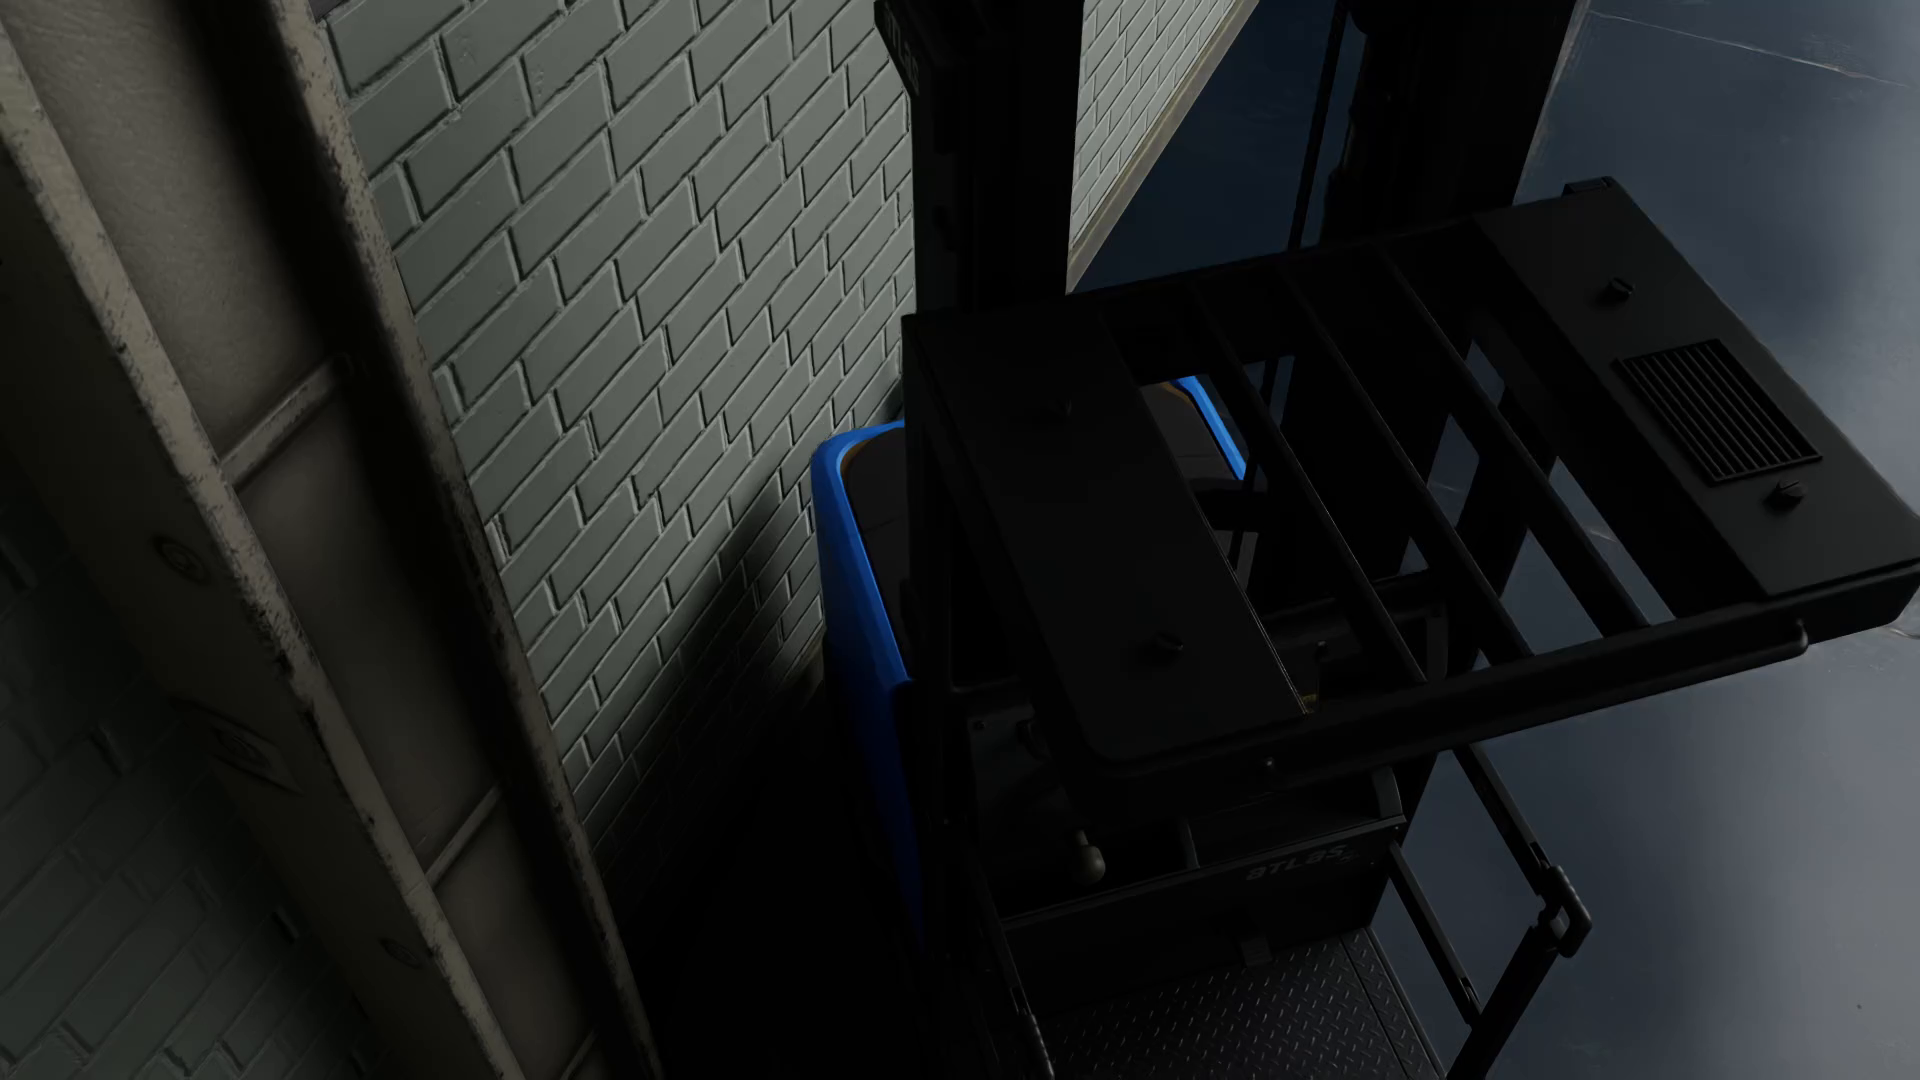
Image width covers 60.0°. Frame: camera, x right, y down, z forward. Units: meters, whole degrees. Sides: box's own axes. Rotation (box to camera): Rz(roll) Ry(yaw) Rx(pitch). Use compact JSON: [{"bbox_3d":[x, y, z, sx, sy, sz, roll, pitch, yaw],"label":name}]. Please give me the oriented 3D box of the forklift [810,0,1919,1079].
[{"bbox_3d":[0.527,0.470,2.925,1.130,2.935,3.031,-13,51,-11],"label":"forklift"}]
